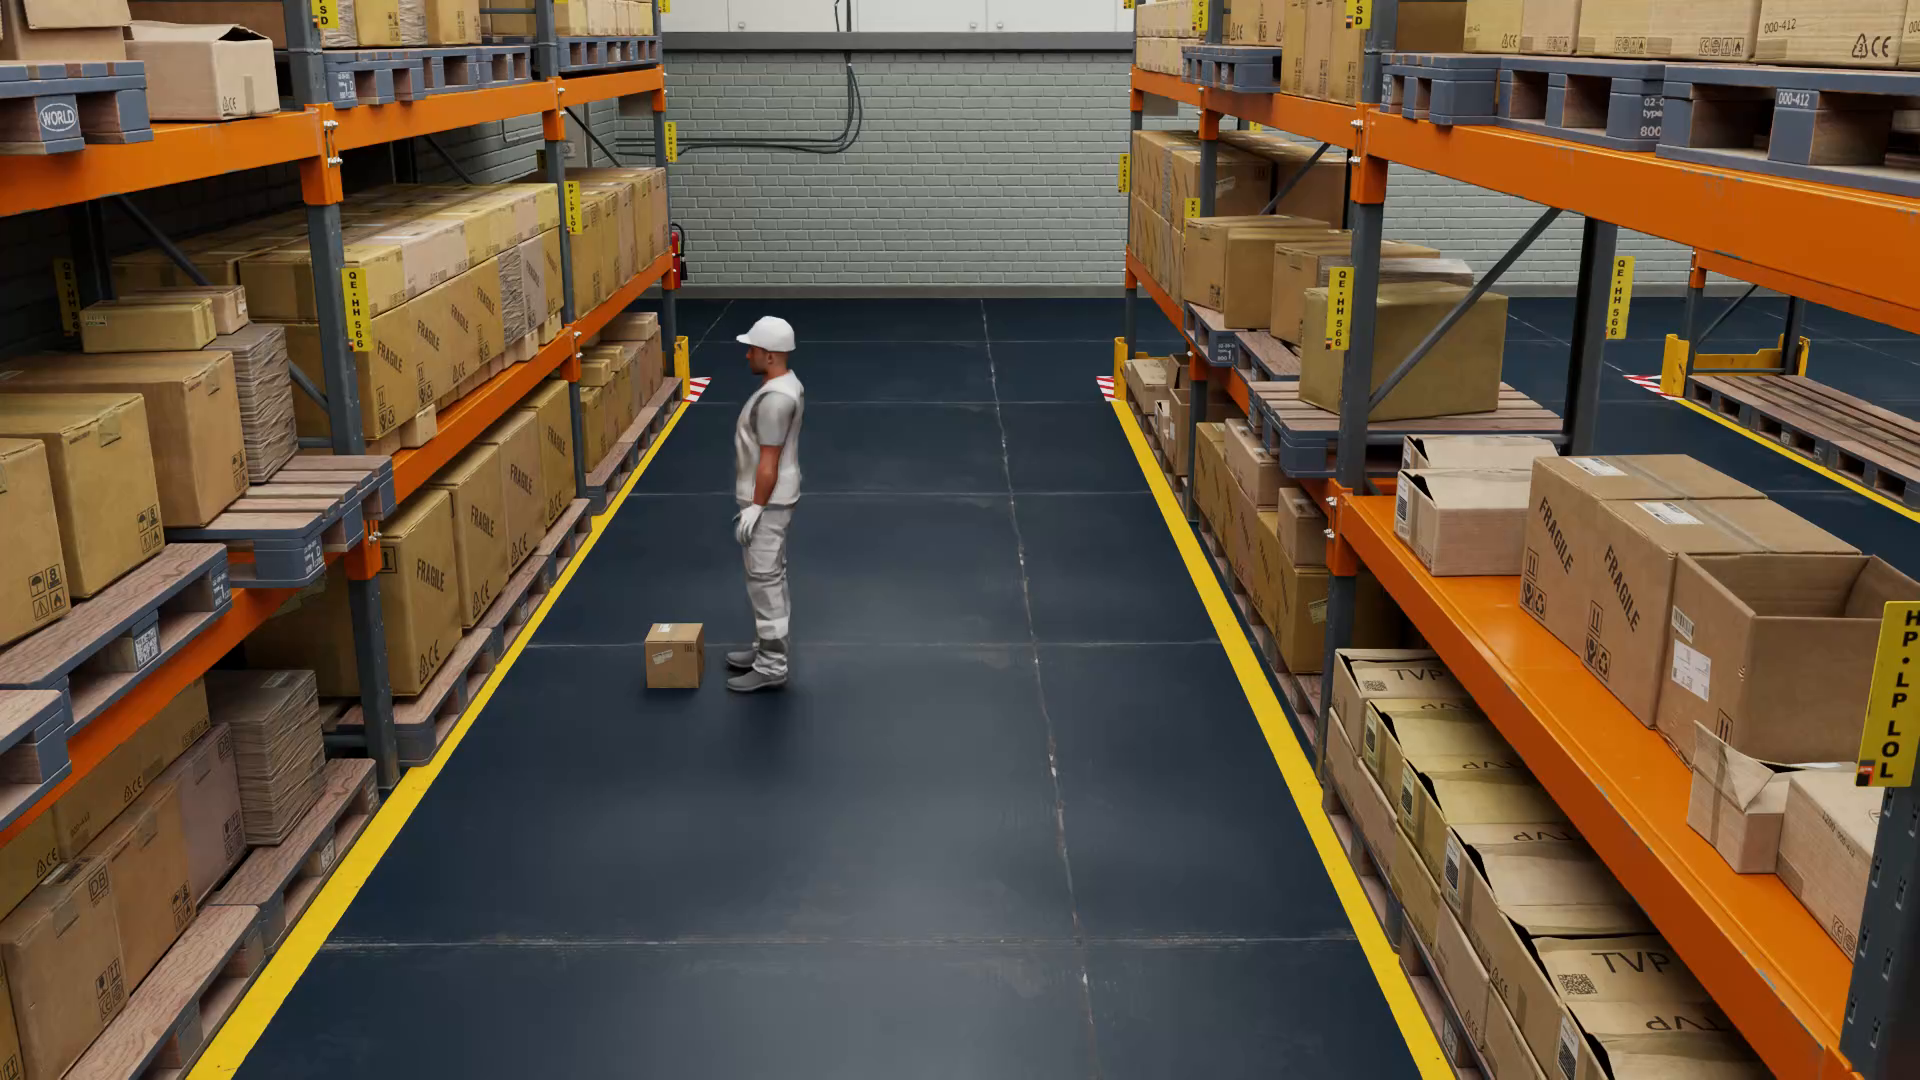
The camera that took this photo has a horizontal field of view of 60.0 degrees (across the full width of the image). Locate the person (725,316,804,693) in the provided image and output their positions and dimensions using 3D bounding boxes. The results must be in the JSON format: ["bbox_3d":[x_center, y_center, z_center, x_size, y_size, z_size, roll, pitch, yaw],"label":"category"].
[{"bbox_3d":[-0.967,-0.181,8.046,0.441,1.809,0.608,0,17,-1],"label":"person"}]
